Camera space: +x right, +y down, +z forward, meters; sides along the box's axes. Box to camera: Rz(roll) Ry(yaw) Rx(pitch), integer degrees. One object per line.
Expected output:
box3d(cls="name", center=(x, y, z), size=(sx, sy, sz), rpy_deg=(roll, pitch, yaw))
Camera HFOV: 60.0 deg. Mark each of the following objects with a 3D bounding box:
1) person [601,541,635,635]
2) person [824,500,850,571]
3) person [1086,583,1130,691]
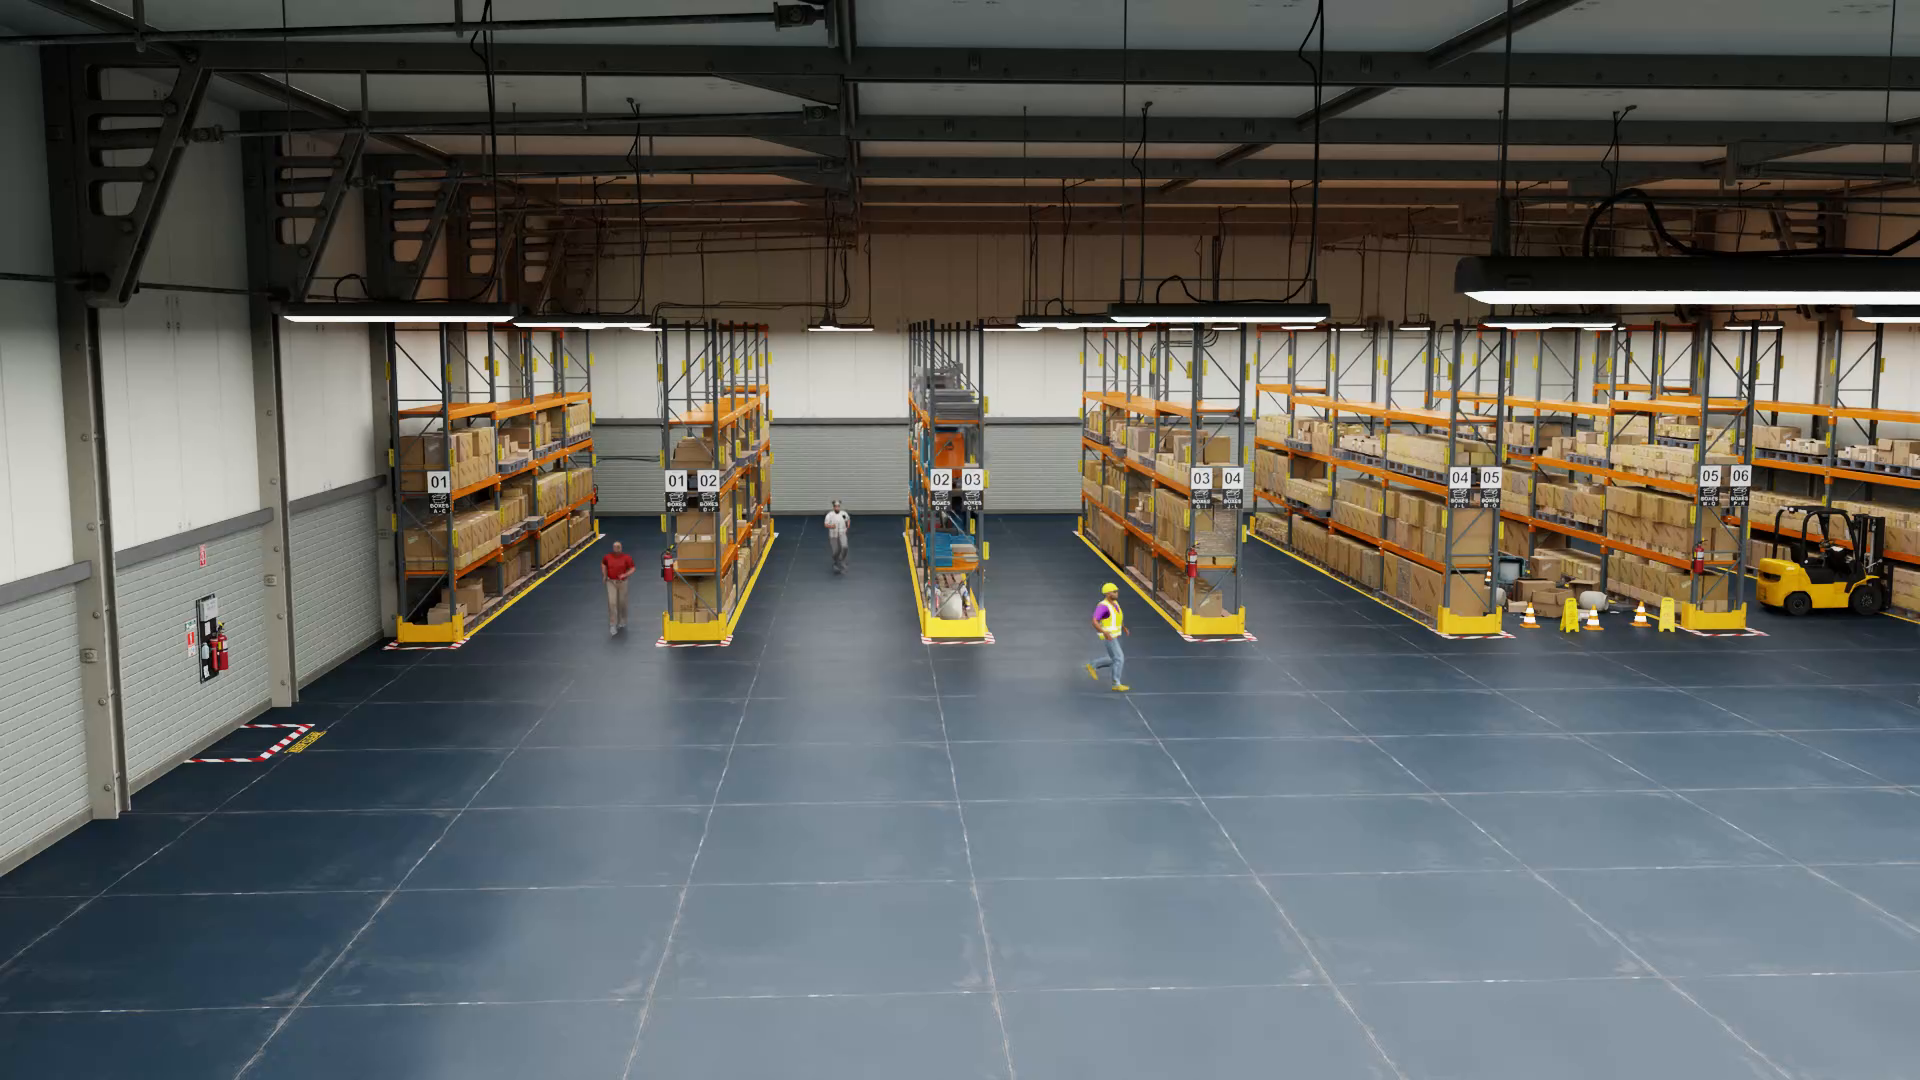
box3d(cls="person", center=(-6.603, 0.926, 32.147), size=(0.661, 1.675, 0.913), rpy_deg=(-1, 7, -7))
box3d(cls="person", center=(-2.924, -0.102, 39.840), size=(0.638, 1.744, 0.769), rpy_deg=(-1, 7, -9))
box3d(cls="person", center=(2.379, 1.553, 26.849), size=(0.795, 1.733, 0.738), rpy_deg=(4, 8, 27))
